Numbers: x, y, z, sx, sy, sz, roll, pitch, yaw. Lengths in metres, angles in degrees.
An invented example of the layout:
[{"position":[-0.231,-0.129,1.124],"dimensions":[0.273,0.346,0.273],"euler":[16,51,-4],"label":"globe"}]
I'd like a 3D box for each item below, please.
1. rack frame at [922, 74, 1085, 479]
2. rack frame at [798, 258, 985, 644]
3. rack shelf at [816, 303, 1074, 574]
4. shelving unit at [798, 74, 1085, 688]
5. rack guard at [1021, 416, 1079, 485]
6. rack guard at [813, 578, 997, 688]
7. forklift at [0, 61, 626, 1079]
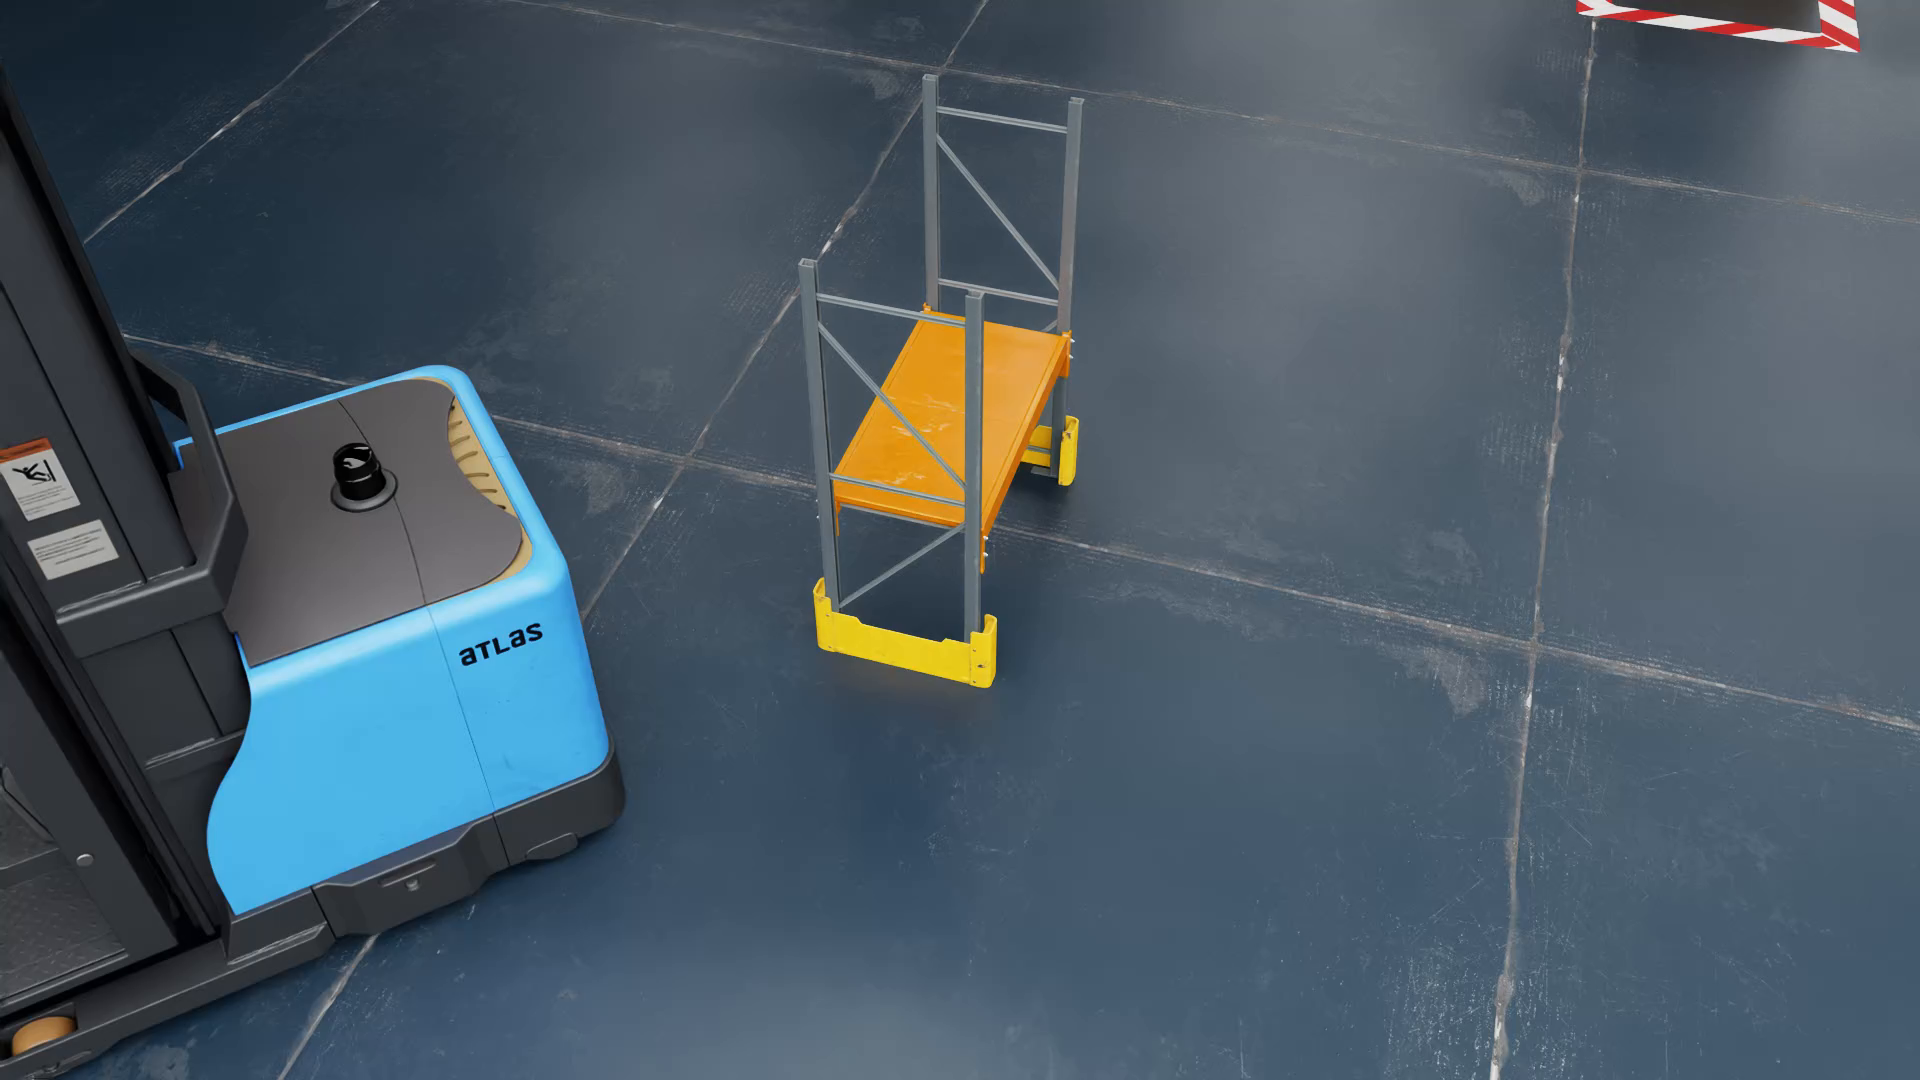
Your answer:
[{"position":[0.128,-0.818,5.514],"dimensions":[0.500,1.500,0.032],"euler":[13,46,13],"label":"rack frame"},{"position":[-0.180,-0.140,4.821],"dimensions":[0.500,1.500,0.032],"euler":[13,46,13],"label":"rack frame"},{"position":[-0.026,-0.351,5.293],"dimensions":[0.538,0.185,1.000],"euler":[13,46,13],"label":"rack shelf"},{"position":[-0.023,-0.485,5.174],"dimensions":[0.587,1.500,1.083],"euler":[13,46,13],"label":"shelving unit"},{"position":[0.128,-0.370,5.950],"dimensions":[0.587,0.250,0.087],"euler":[13,46,13],"label":"rack guard"},{"position":[-0.174,0.293,5.271],"dimensions":[0.587,0.250,0.087],"euler":[13,46,13],"label":"rack guard"},{"position":[-2.520,-0.013,3.668],"dimensions":[3.031,2.935,1.130],"euler":[-21,48,-20],"label":"forklift"}]
